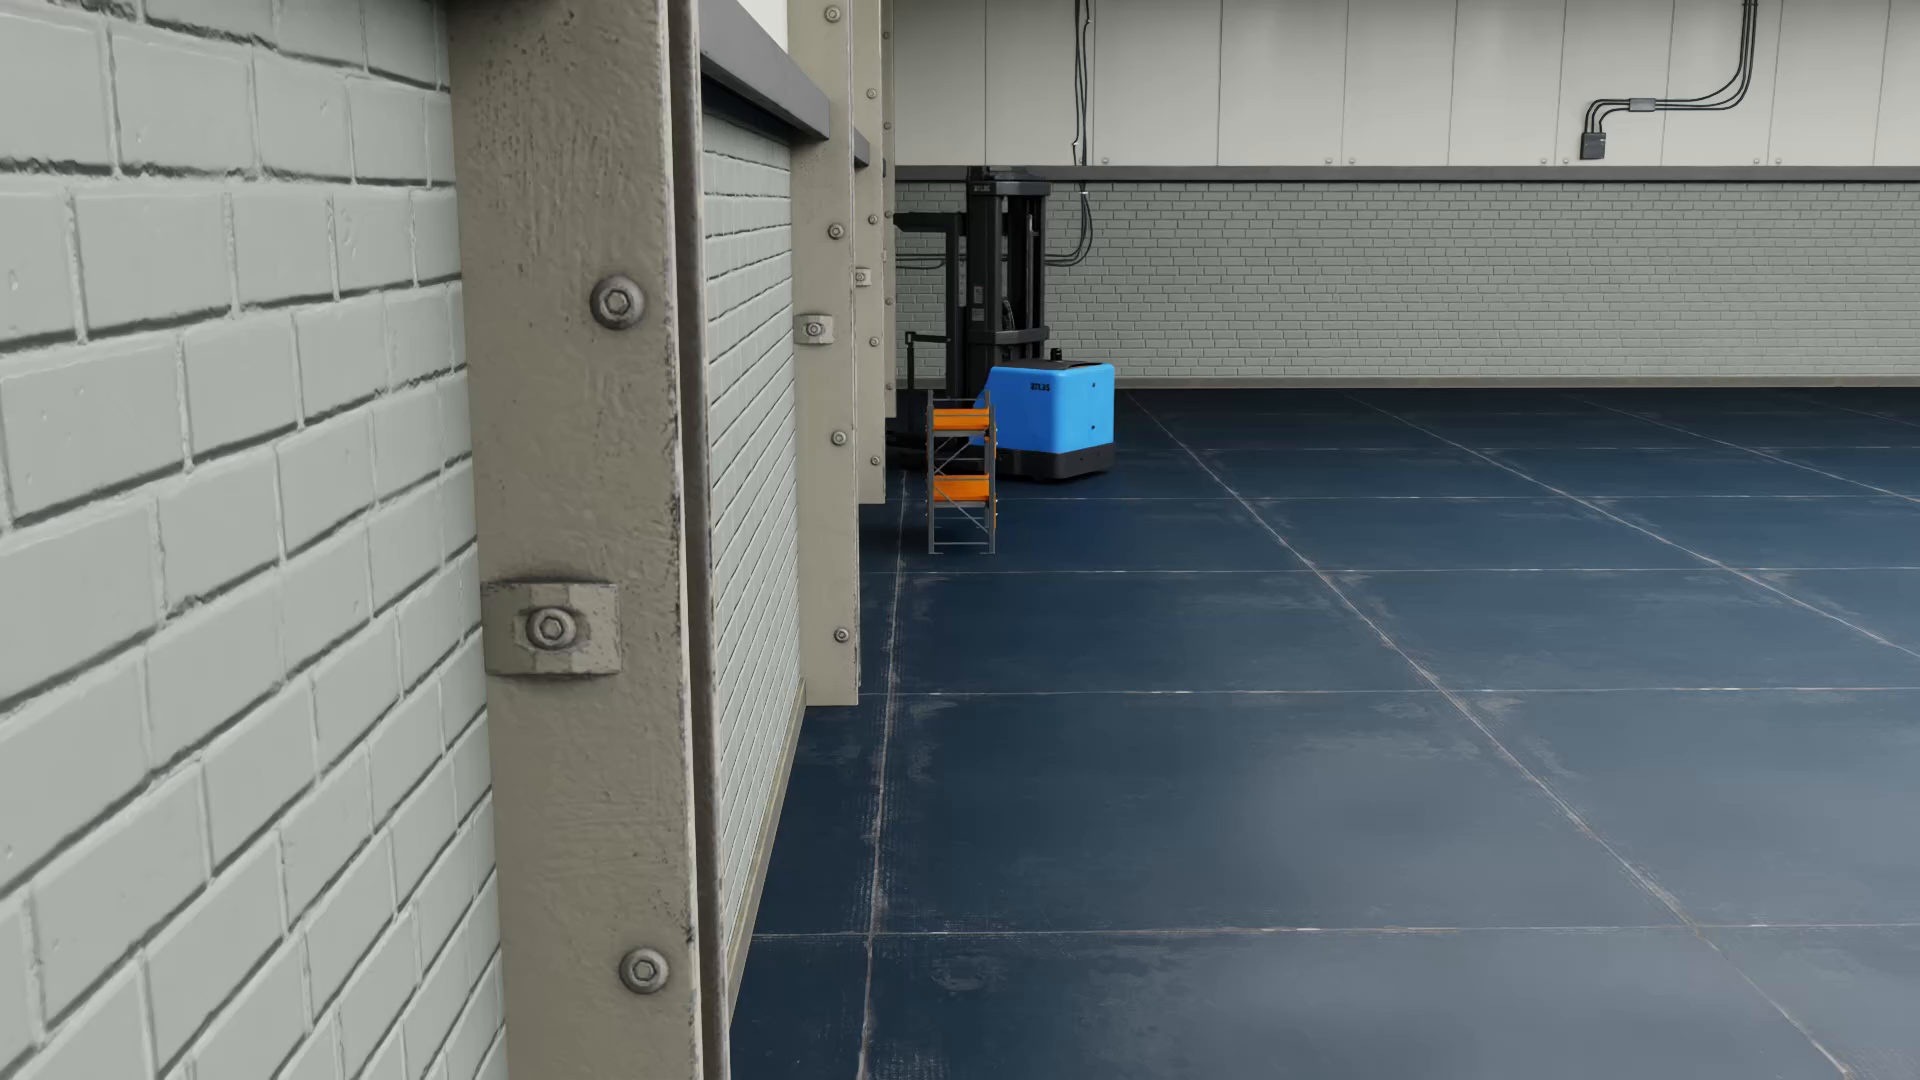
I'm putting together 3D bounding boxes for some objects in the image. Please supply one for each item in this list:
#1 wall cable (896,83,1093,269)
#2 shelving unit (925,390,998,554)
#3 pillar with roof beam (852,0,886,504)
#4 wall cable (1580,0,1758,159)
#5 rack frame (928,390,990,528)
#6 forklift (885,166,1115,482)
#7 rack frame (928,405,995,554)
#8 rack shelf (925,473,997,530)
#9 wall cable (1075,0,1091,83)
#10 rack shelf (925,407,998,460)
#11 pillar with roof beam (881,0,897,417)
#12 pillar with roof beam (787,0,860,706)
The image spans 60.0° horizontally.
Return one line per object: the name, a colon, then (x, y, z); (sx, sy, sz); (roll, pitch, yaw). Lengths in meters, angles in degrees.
wall cable: (0.315, -5.033, 23.044); (3.097, 2.526, 0.112); (0, 11, -1)
shelving unit: (0.000, -0.550, 12.941); (0.538, 1.125, 1.048); (0, 11, -1)
pillar with roof beam: (3.482, -4.789, 14.030); (9.100, 9.000, 0.400); (0, 11, -1)
wall cable: (9.806, -8.257, 22.574); (2.305, 6.003, 0.169); (0, 11, -1)
rack frame: (-0.010, -0.651, 13.439); (0.500, 1.125, 0.032); (0, 11, -1)
forklift: (0.025, -2.191, 16.486); (3.031, 2.935, 1.130); (8, 14, 36)
rack frame: (0.011, -0.449, 12.443); (0.500, 1.125, 0.032); (0, 11, -1)
rack shelf: (0.000, -0.310, 12.989); (0.538, 0.278, 1.000); (0, 11, -1)
wall cable: (3.019, -7.519, 22.597); (3.097, 2.526, 0.112); (0, 11, -1)
rack shelf: (0.000, -0.837, 12.882); (0.538, 0.278, 1.000); (0, 11, -1)
pillar with roof beam: (3.358, -5.981, 19.909); (9.100, 9.000, 0.400); (0, 11, -1)
pillar with roof beam: (3.606, -3.596, 8.151); (9.100, 9.000, 0.400); (0, 11, -1)
